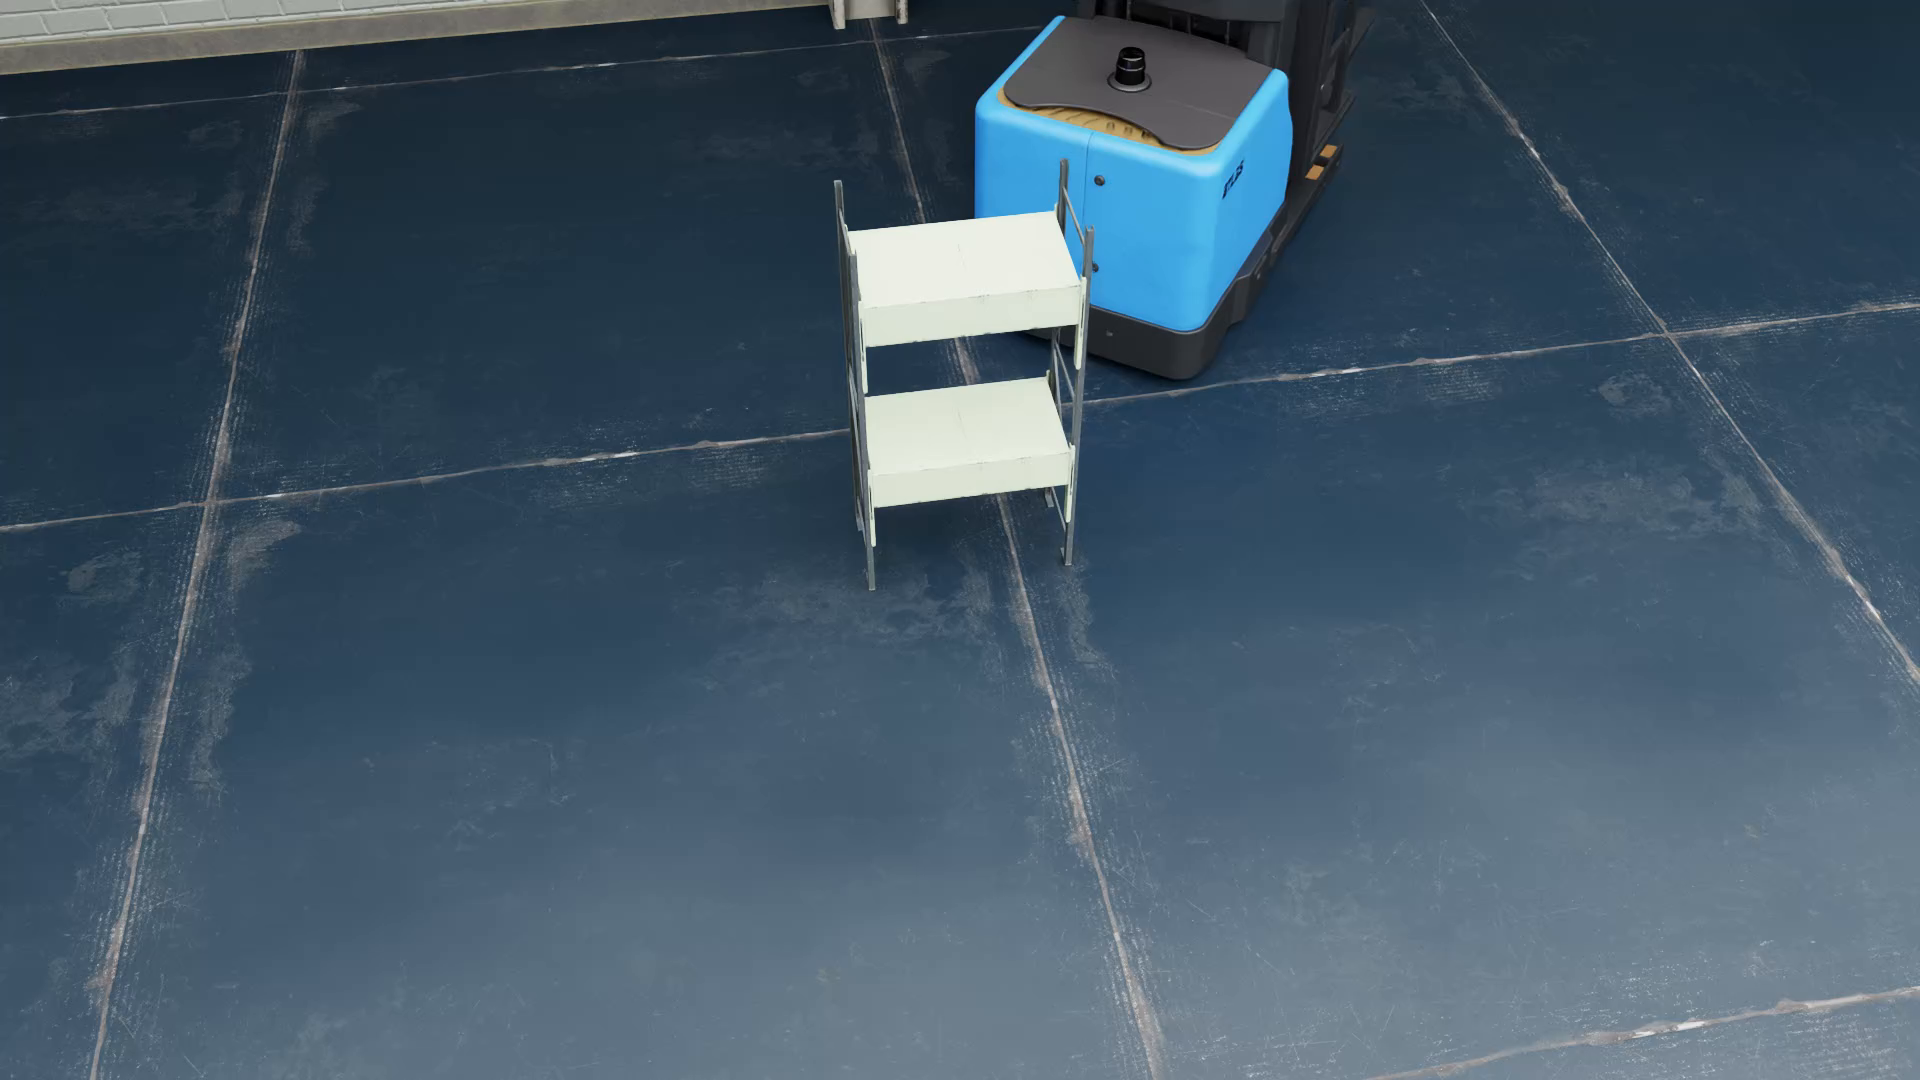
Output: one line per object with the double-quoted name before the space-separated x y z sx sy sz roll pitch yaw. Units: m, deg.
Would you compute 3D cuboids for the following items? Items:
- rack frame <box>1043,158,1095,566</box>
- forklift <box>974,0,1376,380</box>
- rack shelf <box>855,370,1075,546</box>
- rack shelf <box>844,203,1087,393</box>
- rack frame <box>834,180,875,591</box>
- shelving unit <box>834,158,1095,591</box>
"rack frame" 0.367 -0.566 5.754 0.023 1.500 0.400 -7 46 -7
"forklift" 1.161 -2.737 6.852 1.130 2.935 3.031 20 49 18
"rack shelf" 0.007 -0.295 5.945 0.720 0.370 0.431 -7 46 -7
"rack shelf" 0.007 -0.792 5.430 0.720 0.370 0.431 -7 46 -7
"rack frame" -0.354 -0.476 5.667 0.023 1.500 0.400 -7 46 -7
"shelving unit" 0.007 -0.521 5.711 0.755 1.500 0.431 -7 46 -7
